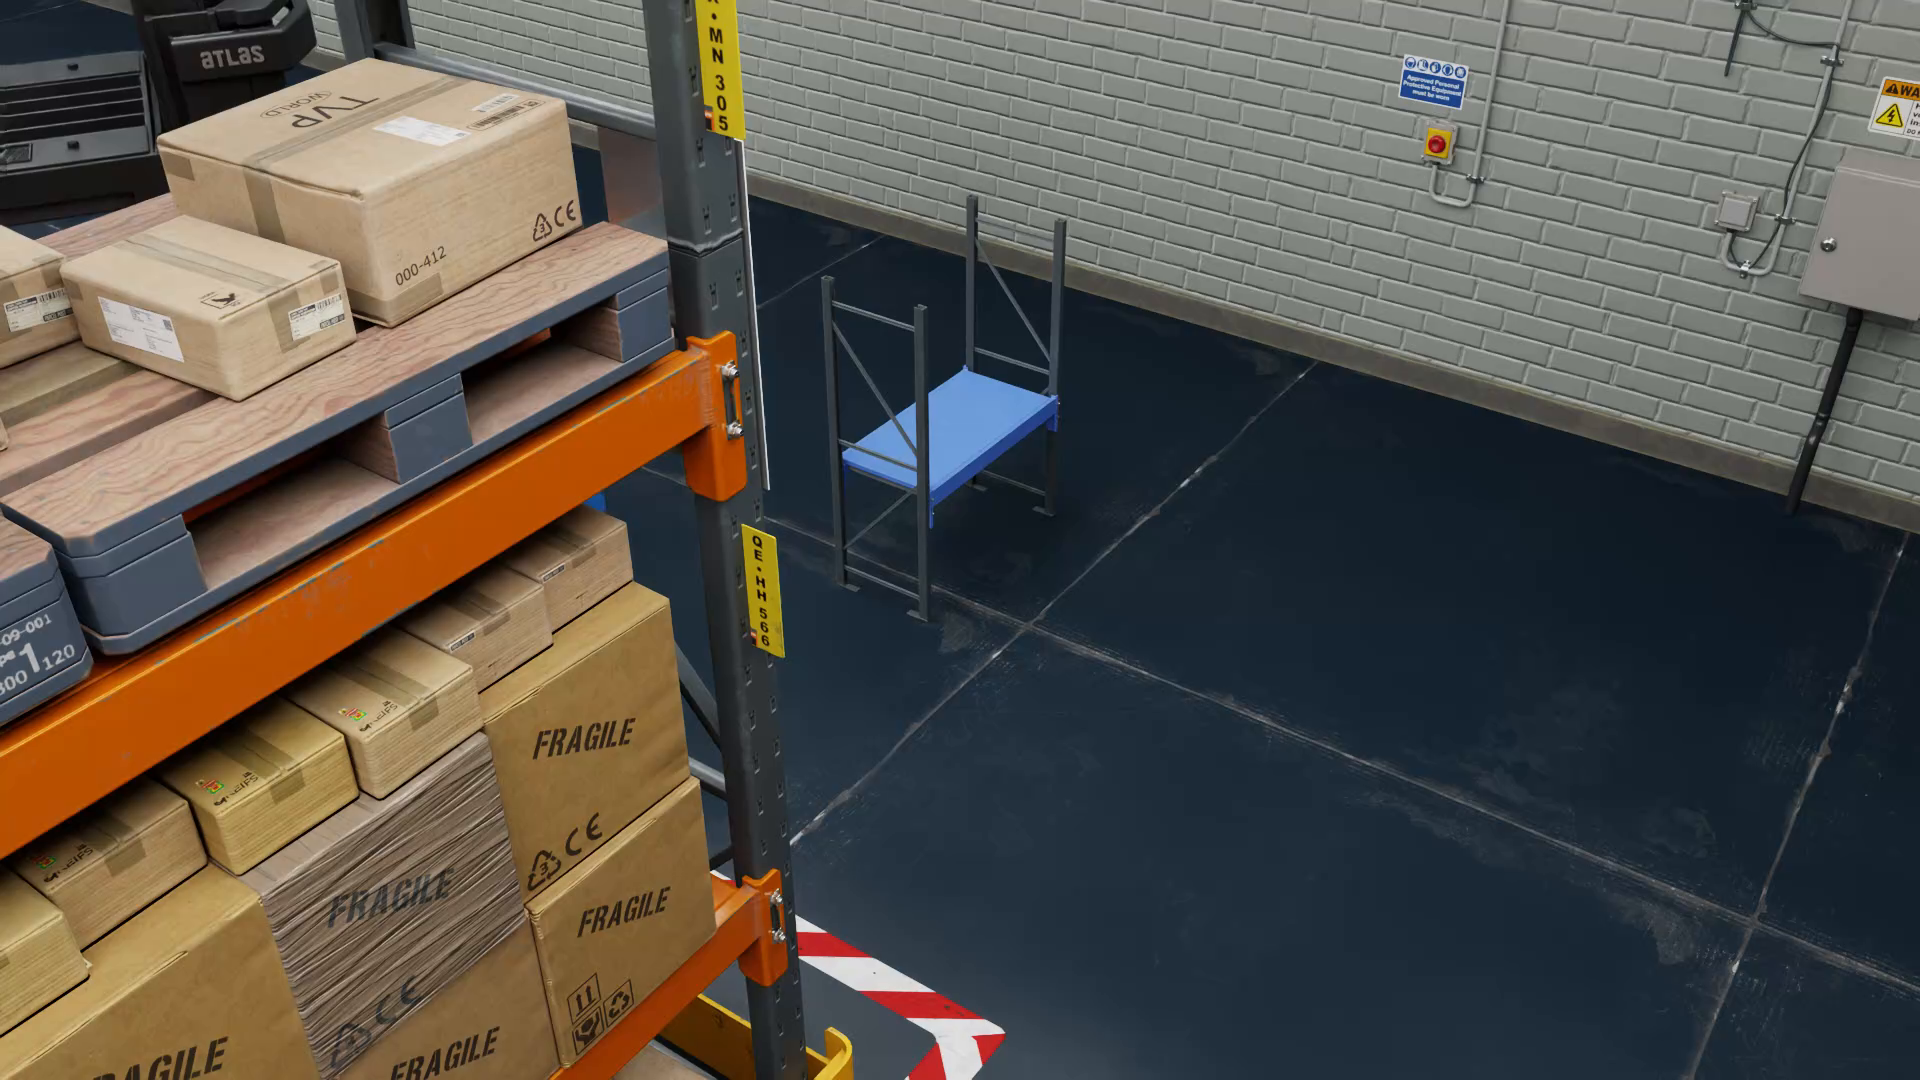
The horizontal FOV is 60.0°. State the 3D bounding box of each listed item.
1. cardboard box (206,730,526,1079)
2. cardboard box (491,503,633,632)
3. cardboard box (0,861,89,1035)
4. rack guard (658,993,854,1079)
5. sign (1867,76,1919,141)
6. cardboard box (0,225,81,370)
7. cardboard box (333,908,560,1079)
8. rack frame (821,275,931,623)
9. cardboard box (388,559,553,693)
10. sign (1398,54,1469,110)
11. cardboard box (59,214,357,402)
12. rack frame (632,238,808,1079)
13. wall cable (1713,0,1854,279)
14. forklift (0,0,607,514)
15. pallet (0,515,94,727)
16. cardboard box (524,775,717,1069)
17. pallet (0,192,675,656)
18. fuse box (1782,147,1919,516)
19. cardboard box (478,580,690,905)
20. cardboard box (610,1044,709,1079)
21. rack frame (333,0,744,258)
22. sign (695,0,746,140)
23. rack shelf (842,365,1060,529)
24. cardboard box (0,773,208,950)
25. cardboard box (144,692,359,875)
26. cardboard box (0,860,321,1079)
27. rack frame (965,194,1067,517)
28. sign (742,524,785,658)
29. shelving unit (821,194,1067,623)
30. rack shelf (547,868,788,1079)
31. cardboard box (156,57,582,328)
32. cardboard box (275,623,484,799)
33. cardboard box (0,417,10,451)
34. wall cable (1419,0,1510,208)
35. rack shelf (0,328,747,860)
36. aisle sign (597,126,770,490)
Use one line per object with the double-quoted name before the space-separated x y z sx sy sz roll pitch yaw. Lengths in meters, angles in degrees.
"cardboard box" -1.226 0.605 3.196 0.500 0.500 0.500 21 40 28
"cardboard box" -0.913 0.017 3.486 0.380 0.149 0.250 22 40 29
"cardboard box" -1.595 0.622 2.591 0.380 0.149 0.250 22 40 29
"rack guard" -0.859 1.537 5.031 1.175 0.500 0.348 21 39 28
"sign" 4.038 -1.807 7.007 0.339 0.242 0.001 21 39 28
"cardboard box" -1.682 -0.414 2.767 0.380 0.149 0.250 23 40 30
"cardboard box" -1.229 1.004 3.499 0.500 0.500 0.500 20 39 27
"rack frame" -0.338 -0.348 6.926 0.500 1.500 0.032 21 39 28
"cardboard box" -1.038 0.142 3.302 0.380 0.149 0.250 22 40 29
"sign" 2.318 -2.245 8.151 0.327 0.218 0.001 21 39 28
"cardboard box" -1.229 -0.387 2.727 0.380 0.149 0.250 18 38 25
"rack frame" -0.873 0.513 4.314 1.000 3.000 0.127 21 39 28
"wall cable" 3.495 -2.063 7.216 0.588 1.984 0.122 21 39 28
"forklift" -2.919 -0.530 5.918 3.031 2.935 1.130 -14 36 -20
"pallet" -1.982 0.215 2.155 1.003 0.211 1.213 21 39 28
"cardboard box" -0.930 0.778 3.833 0.500 0.500 0.500 21 40 28
"pallet" -1.287 -0.349 2.989 1.003 0.211 1.213 21 39 28
"fuse box" 3.966 -0.818 7.432 0.539 1.711 0.414 21 39 28
"cardboard box" -0.952 0.355 3.566 0.500 0.500 0.500 23 40 30
"cardboard box" -1.167 1.736 4.418 0.875 0.438 0.875 20 39 27
"rack frame" -0.873 -1.973 2.634 1.000 3.000 0.127 21 39 28
"sign" -0.435 -0.884 2.982 0.100 0.325 0.005 21 39 28
"rack shelf" -0.049 -0.433 7.373 0.538 0.185 1.000 21 39 28
"cardboard box" -1.501 0.488 2.790 0.380 0.149 0.250 21 39 28
"cardboard box" -1.293 0.390 2.934 0.380 0.149 0.250 22 40 29
"cardboard box" -1.511 0.831 2.861 0.500 0.500 0.500 21 39 28
"rack frame" 0.241 -0.816 7.618 0.500 1.500 0.032 21 39 28
"sign" -0.435 0.115 3.658 0.100 0.325 0.005 21 39 28
"shelving unit" -0.049 -0.582 7.272 0.538 1.500 1.048 21 39 28
"rack shelf" -2.013 1.731 3.155 1.077 0.370 4.000 21 39 28
"cardboard box" -1.055 -0.647 3.022 0.500 0.250 0.500 18 38 24
"cardboard box" -1.116 0.288 3.086 0.380 0.149 0.250 21 39 28
"cardboard box" -1.767 -0.236 2.358 0.500 0.311 0.500 22 40 29
"wall cable" 2.323 -2.524 7.869 0.585 1.953 0.123 21 39 28
"rack shelf" -2.013 0.488 2.315 1.077 0.370 4.000 21 39 28
"aisle sign" -0.577 -0.498 3.489 0.394 0.787 0.004 21 39 28
